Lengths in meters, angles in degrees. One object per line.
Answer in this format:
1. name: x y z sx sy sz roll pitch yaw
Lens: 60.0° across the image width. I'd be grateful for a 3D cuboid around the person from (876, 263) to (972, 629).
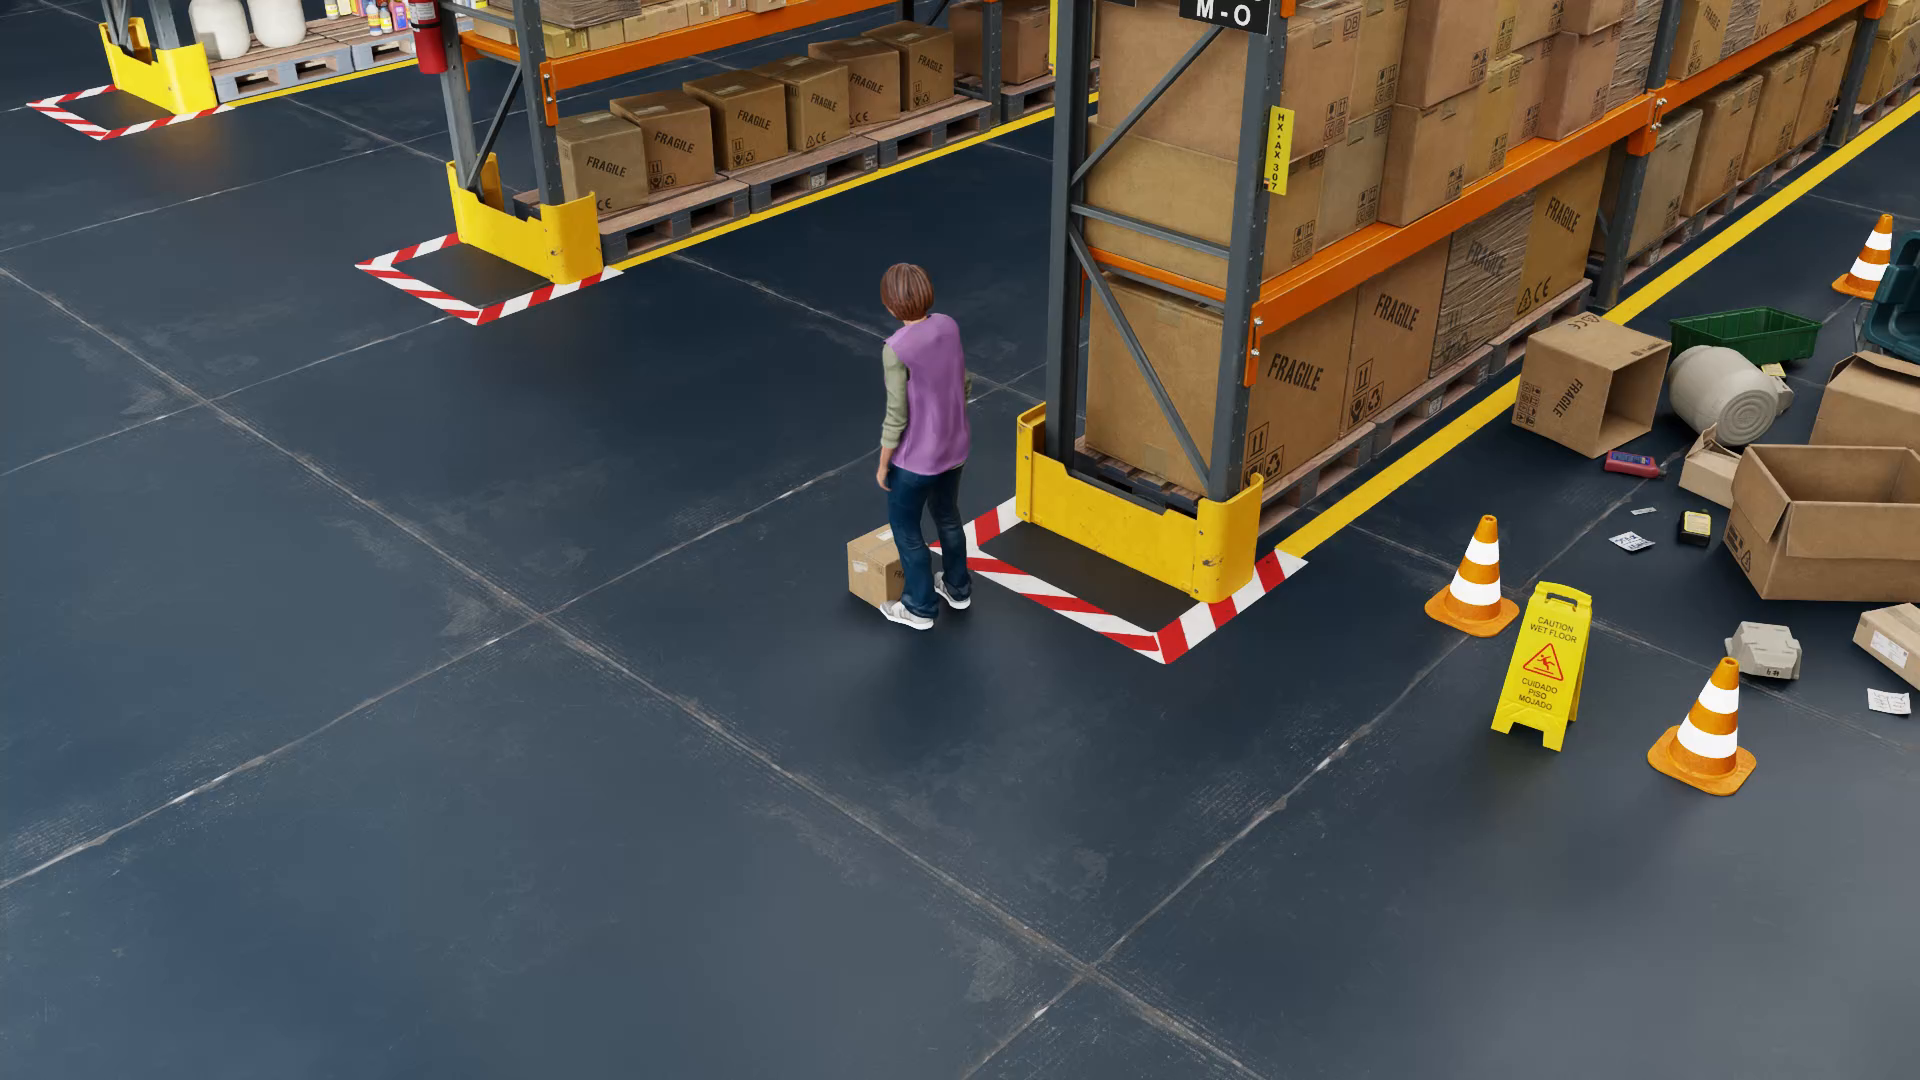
1. person: -0.143 -0.357 6.723 0.343 1.593 0.485 27 41 36
